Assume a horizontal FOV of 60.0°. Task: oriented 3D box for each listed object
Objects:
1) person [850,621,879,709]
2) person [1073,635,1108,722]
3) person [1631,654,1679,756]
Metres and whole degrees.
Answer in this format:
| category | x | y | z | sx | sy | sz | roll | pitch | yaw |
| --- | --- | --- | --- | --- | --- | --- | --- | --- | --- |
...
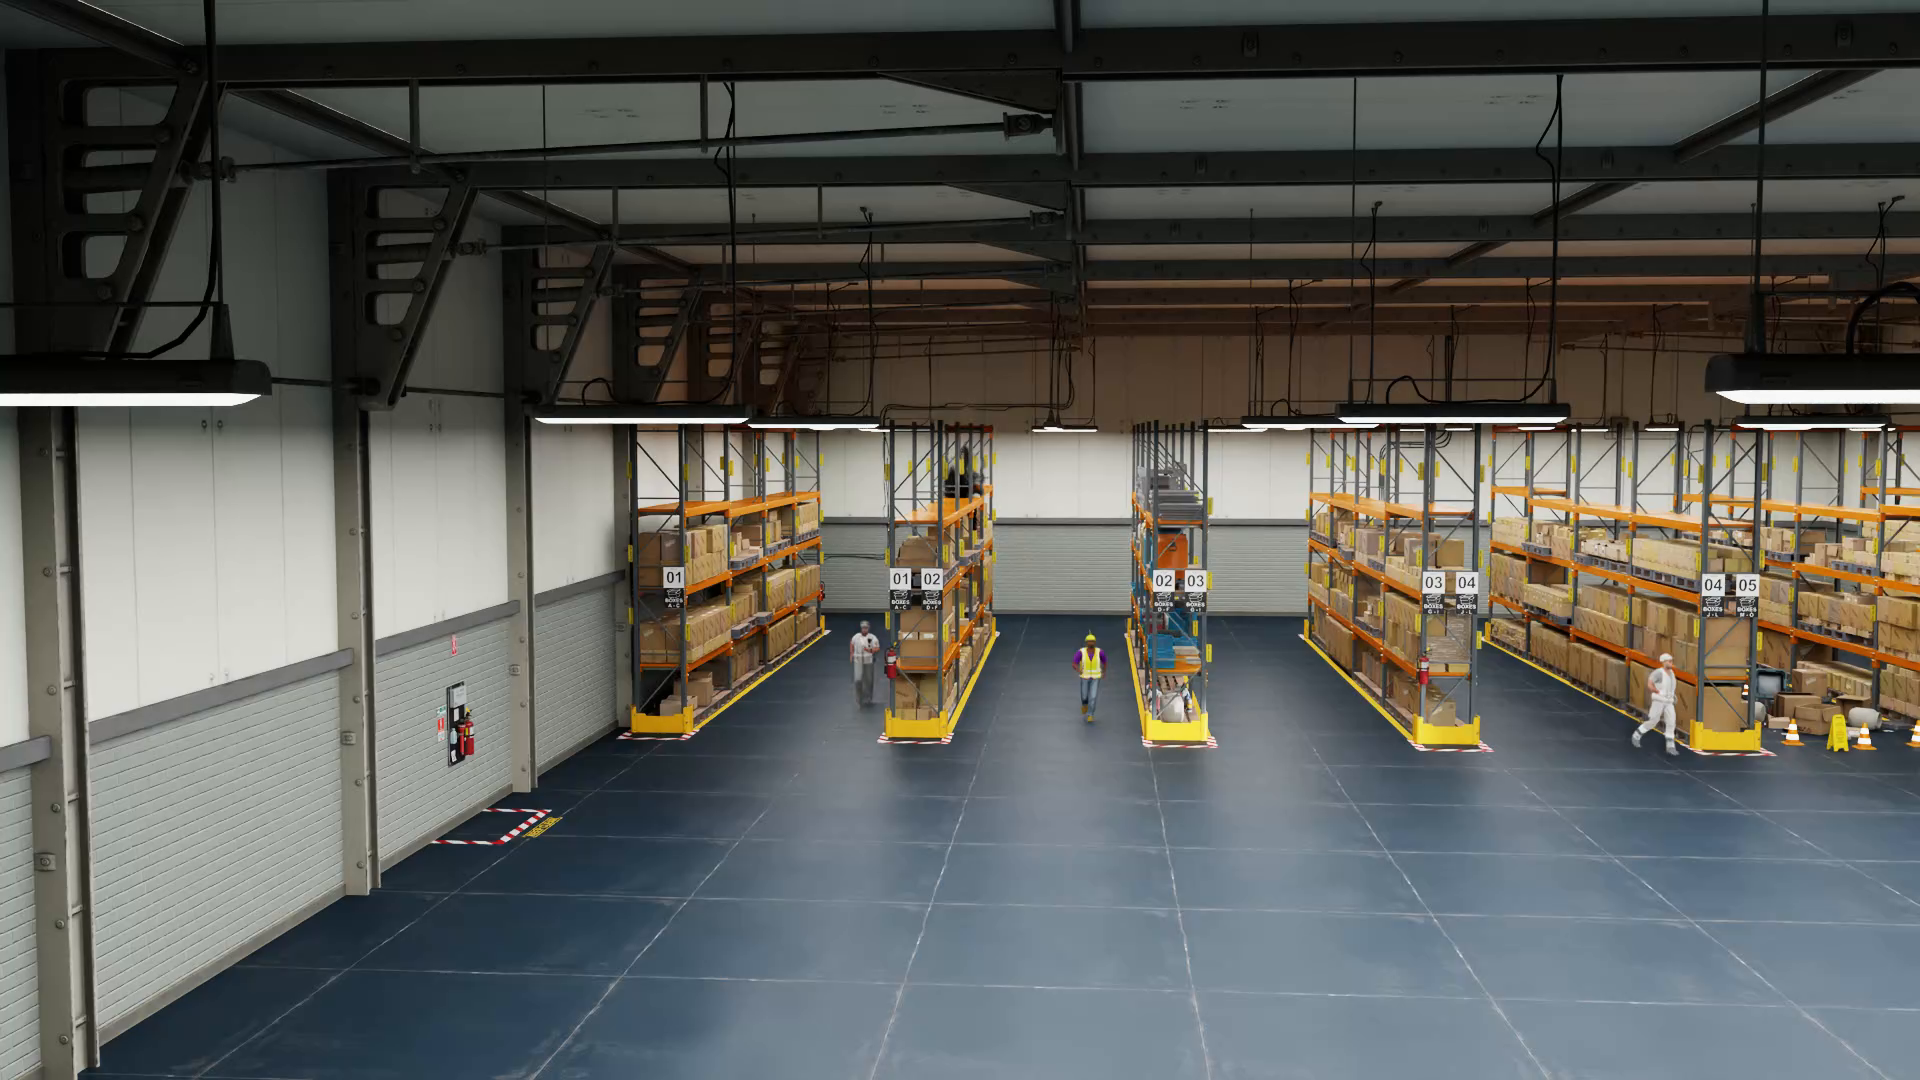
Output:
| category | x | y | z | sx | sy | sz | roll | pitch | yaw |
| --- | --- | --- | --- | --- | --- | --- | --- | --- | --- |
| person | -2.017 | 2.621 | 35.109 | 0.638 | 1.852 | 0.802 | 0 | 4 | 1 |
| person | 2.609 | 2.750 | 33.300 | 0.704 | 1.725 | 0.668 | 0 | 4 | 1 |
| person | 12.680 | 2.928 | 29.932 | 0.718 | 1.763 | 0.980 | -2 | 4 | -24 |
